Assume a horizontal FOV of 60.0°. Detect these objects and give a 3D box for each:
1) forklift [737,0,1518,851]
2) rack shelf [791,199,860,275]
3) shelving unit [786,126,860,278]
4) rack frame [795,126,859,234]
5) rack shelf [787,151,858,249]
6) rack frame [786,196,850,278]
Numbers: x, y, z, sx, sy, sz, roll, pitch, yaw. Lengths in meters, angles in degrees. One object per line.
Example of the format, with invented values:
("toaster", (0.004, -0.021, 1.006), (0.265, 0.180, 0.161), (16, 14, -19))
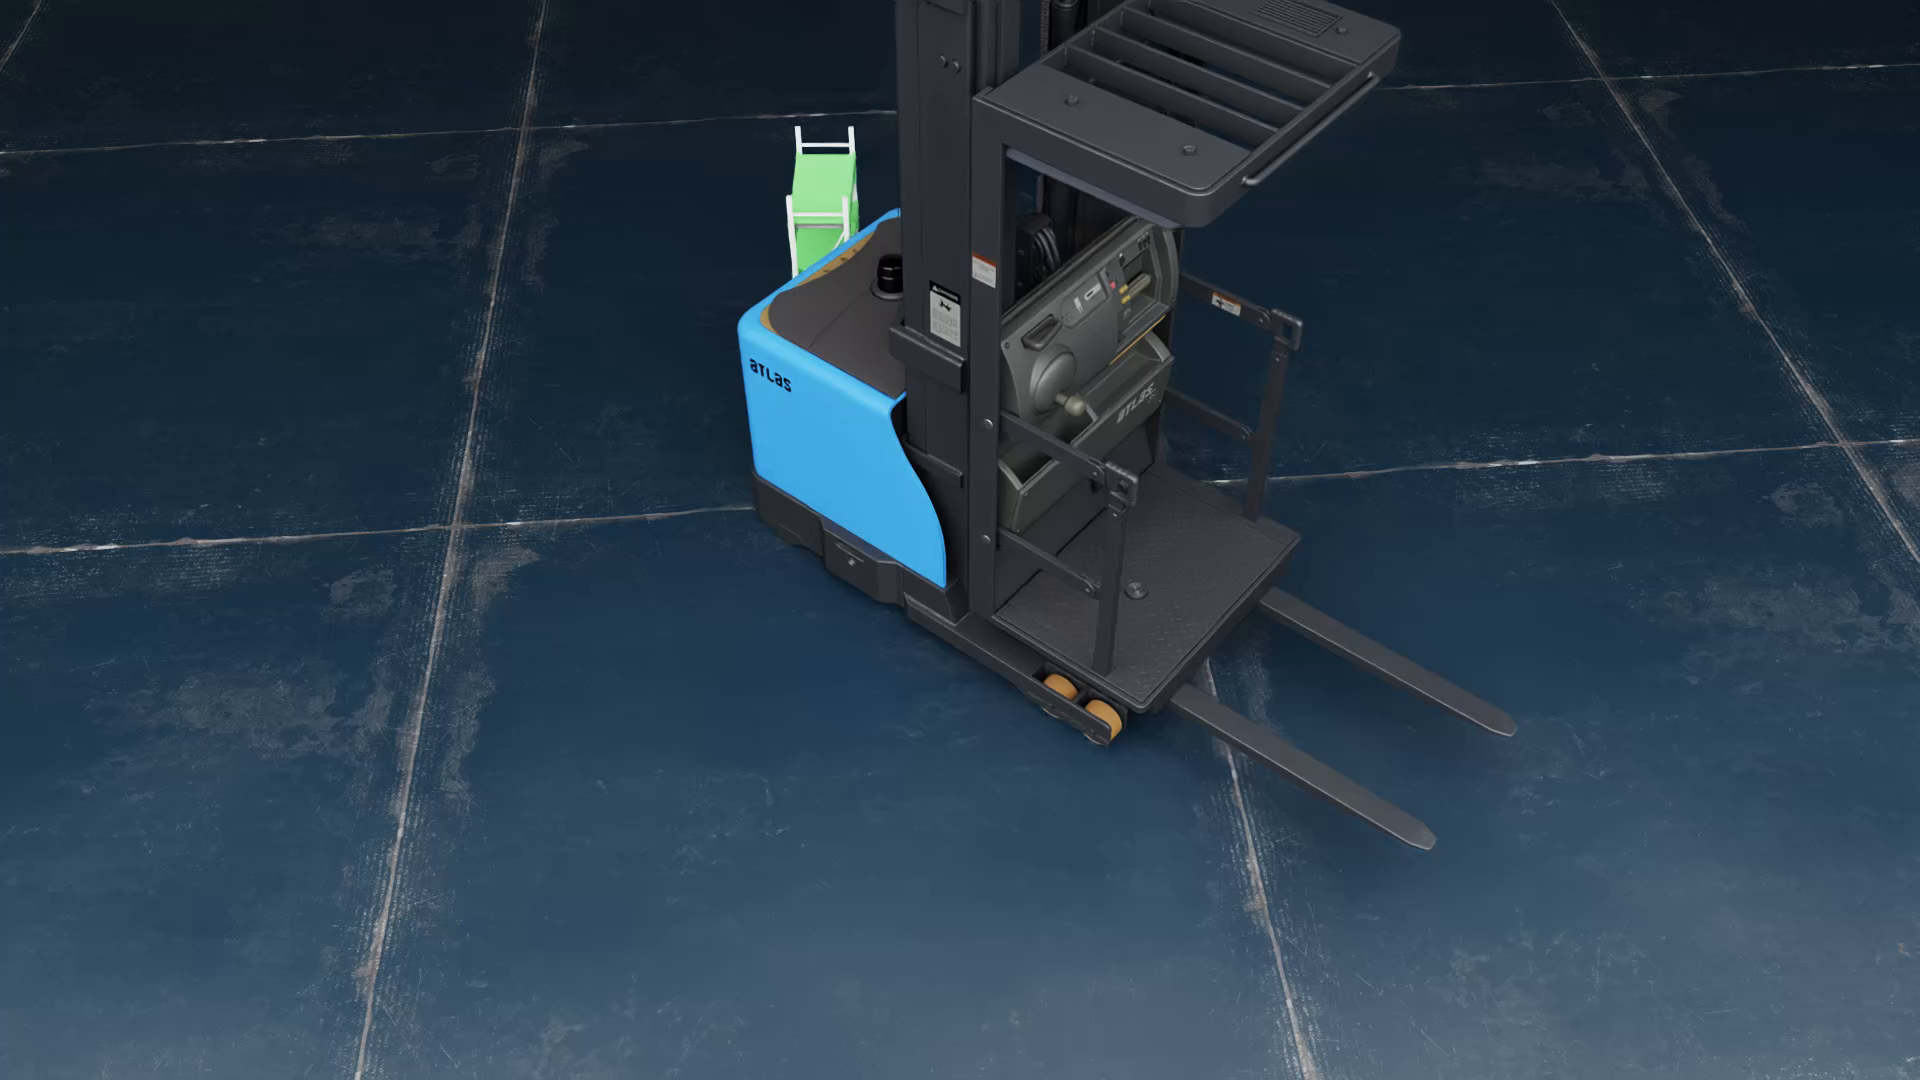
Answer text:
("forklift", (0.613, -0.691, 5.522), (3.031, 2.935, 1.130), (30, 54, 26))
("rack shelf", (-0.559, -1.229, 6.981), (0.258, 0.148, 0.480), (0, 47, 0))
("shelving unit", (-0.559, -1.108, 7.109), (0.258, 1.200, 0.503), (0, 47, 0))
("rack frame", (-0.558, -1.285, 7.277), (0.240, 1.200, 0.015), (0, 47, 0))
("rack shelf", (-0.559, -1.394, 6.807), (0.258, 0.148, 0.480), (0, 47, 0))
("rack frame", (-0.560, -0.931, 6.941), (0.240, 1.200, 0.015), (0, 47, 0))
